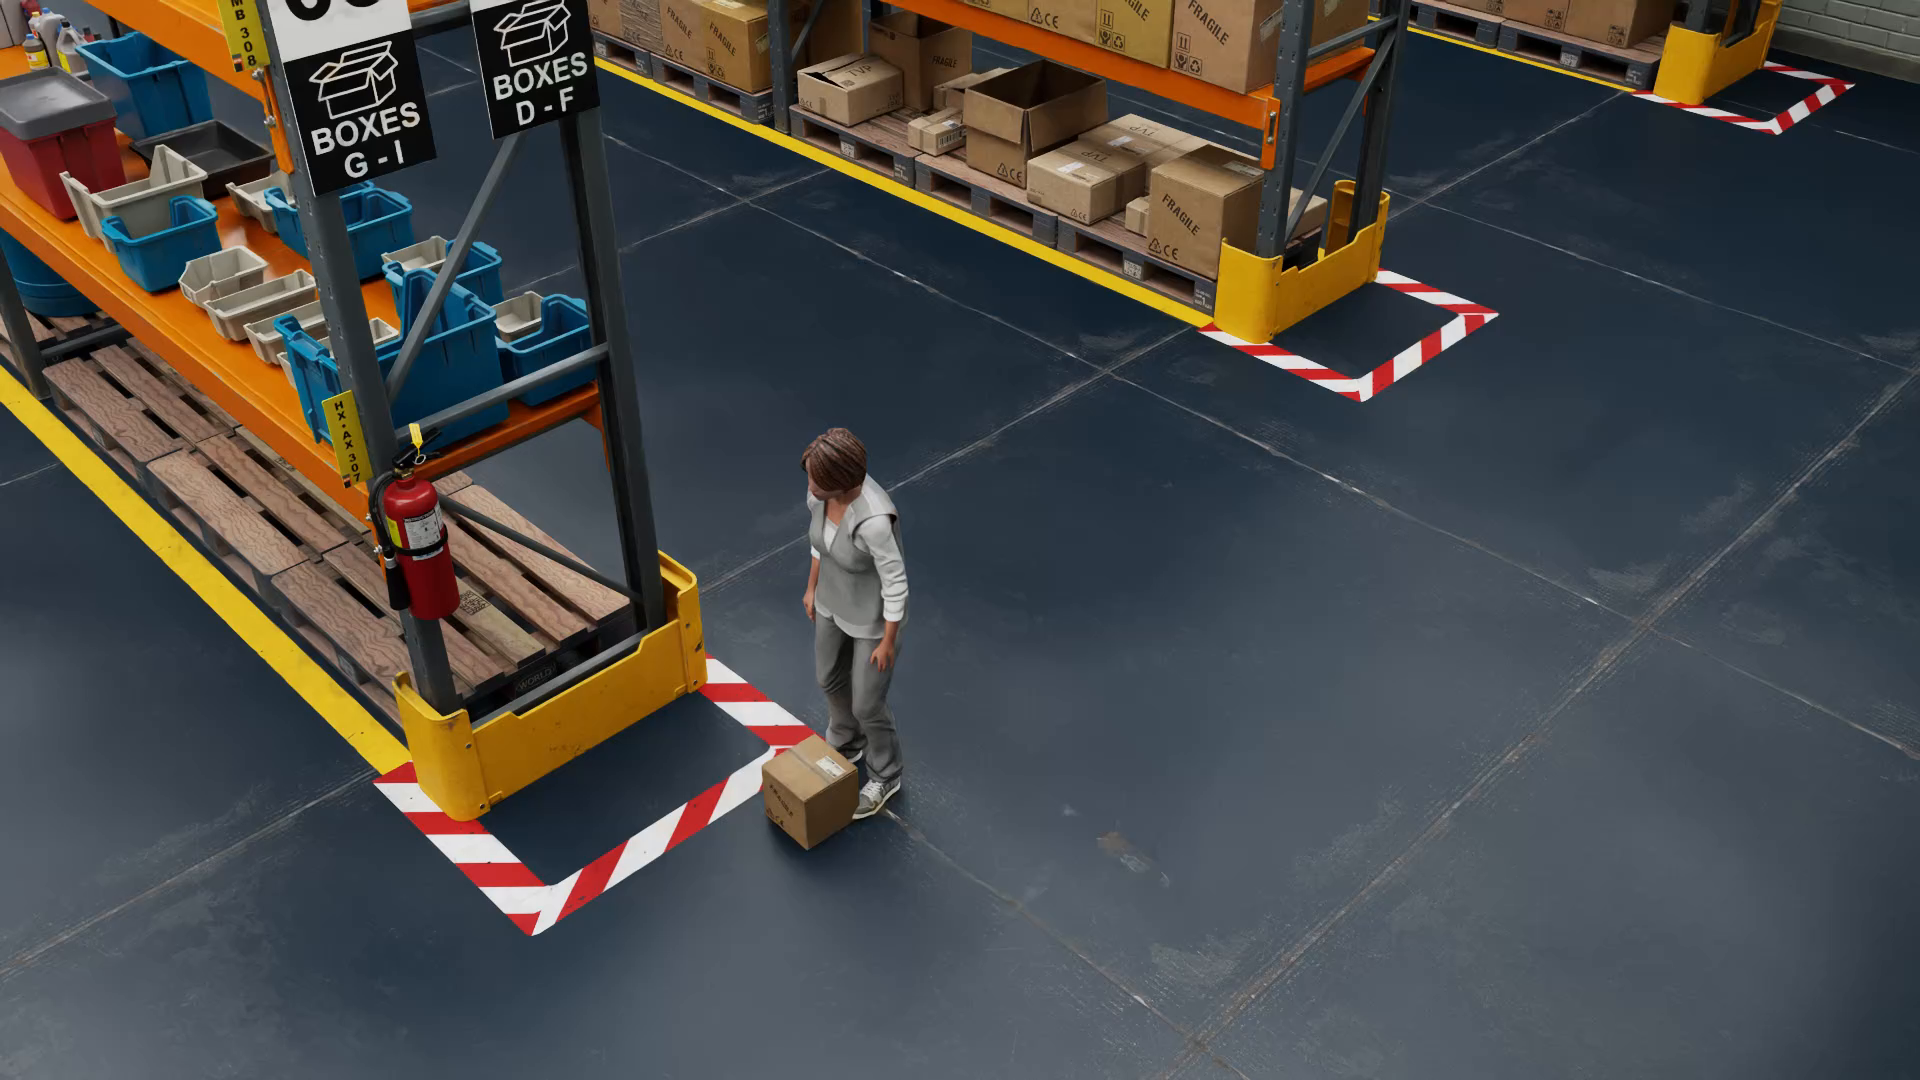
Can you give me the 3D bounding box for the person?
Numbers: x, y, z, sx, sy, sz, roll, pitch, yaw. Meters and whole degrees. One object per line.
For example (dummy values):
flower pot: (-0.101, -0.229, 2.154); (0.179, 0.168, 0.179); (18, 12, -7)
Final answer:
person: (-0.380, 0.278, 5.775); (0.322, 1.591, 0.462); (-28, 44, -33)
